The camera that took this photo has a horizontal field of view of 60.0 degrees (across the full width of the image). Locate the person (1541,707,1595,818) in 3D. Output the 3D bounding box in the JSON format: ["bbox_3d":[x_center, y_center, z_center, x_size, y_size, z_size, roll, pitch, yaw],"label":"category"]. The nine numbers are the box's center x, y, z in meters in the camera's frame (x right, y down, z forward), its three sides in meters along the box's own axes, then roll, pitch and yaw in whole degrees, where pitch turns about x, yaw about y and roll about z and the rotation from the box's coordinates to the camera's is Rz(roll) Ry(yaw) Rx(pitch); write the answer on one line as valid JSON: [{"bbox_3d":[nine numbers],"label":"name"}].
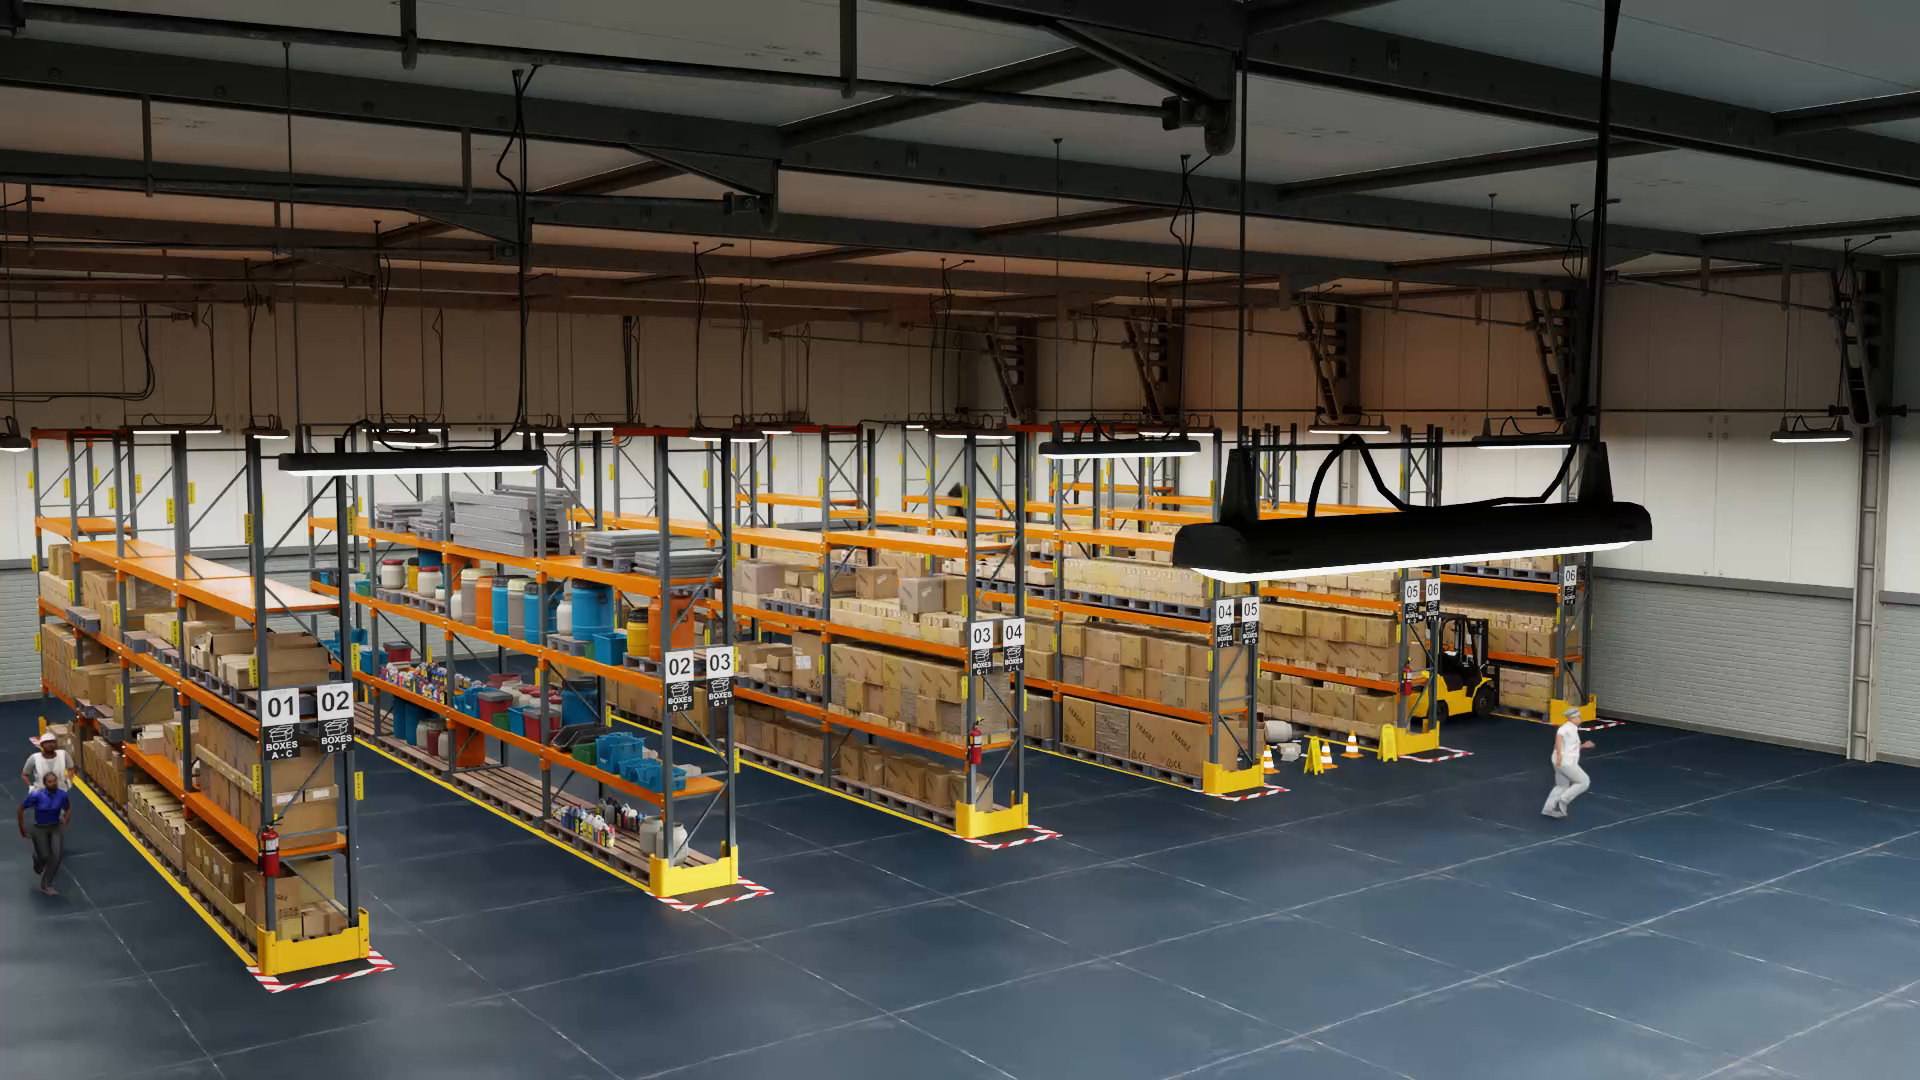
[{"bbox_3d":[9.405,3.433,25.658,0.774,1.730,0.700,1,5,10],"label":"person"}]

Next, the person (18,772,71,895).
[{"bbox_3d":[-11.986,3.839,21.815,0.664,1.612,0.611,4,6,42],"label":"person"}]

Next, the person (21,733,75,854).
[{"bbox_3d":[-12.945,3.604,23.661,0.674,1.738,0.625,-4,6,-39],"label":"person"}]
